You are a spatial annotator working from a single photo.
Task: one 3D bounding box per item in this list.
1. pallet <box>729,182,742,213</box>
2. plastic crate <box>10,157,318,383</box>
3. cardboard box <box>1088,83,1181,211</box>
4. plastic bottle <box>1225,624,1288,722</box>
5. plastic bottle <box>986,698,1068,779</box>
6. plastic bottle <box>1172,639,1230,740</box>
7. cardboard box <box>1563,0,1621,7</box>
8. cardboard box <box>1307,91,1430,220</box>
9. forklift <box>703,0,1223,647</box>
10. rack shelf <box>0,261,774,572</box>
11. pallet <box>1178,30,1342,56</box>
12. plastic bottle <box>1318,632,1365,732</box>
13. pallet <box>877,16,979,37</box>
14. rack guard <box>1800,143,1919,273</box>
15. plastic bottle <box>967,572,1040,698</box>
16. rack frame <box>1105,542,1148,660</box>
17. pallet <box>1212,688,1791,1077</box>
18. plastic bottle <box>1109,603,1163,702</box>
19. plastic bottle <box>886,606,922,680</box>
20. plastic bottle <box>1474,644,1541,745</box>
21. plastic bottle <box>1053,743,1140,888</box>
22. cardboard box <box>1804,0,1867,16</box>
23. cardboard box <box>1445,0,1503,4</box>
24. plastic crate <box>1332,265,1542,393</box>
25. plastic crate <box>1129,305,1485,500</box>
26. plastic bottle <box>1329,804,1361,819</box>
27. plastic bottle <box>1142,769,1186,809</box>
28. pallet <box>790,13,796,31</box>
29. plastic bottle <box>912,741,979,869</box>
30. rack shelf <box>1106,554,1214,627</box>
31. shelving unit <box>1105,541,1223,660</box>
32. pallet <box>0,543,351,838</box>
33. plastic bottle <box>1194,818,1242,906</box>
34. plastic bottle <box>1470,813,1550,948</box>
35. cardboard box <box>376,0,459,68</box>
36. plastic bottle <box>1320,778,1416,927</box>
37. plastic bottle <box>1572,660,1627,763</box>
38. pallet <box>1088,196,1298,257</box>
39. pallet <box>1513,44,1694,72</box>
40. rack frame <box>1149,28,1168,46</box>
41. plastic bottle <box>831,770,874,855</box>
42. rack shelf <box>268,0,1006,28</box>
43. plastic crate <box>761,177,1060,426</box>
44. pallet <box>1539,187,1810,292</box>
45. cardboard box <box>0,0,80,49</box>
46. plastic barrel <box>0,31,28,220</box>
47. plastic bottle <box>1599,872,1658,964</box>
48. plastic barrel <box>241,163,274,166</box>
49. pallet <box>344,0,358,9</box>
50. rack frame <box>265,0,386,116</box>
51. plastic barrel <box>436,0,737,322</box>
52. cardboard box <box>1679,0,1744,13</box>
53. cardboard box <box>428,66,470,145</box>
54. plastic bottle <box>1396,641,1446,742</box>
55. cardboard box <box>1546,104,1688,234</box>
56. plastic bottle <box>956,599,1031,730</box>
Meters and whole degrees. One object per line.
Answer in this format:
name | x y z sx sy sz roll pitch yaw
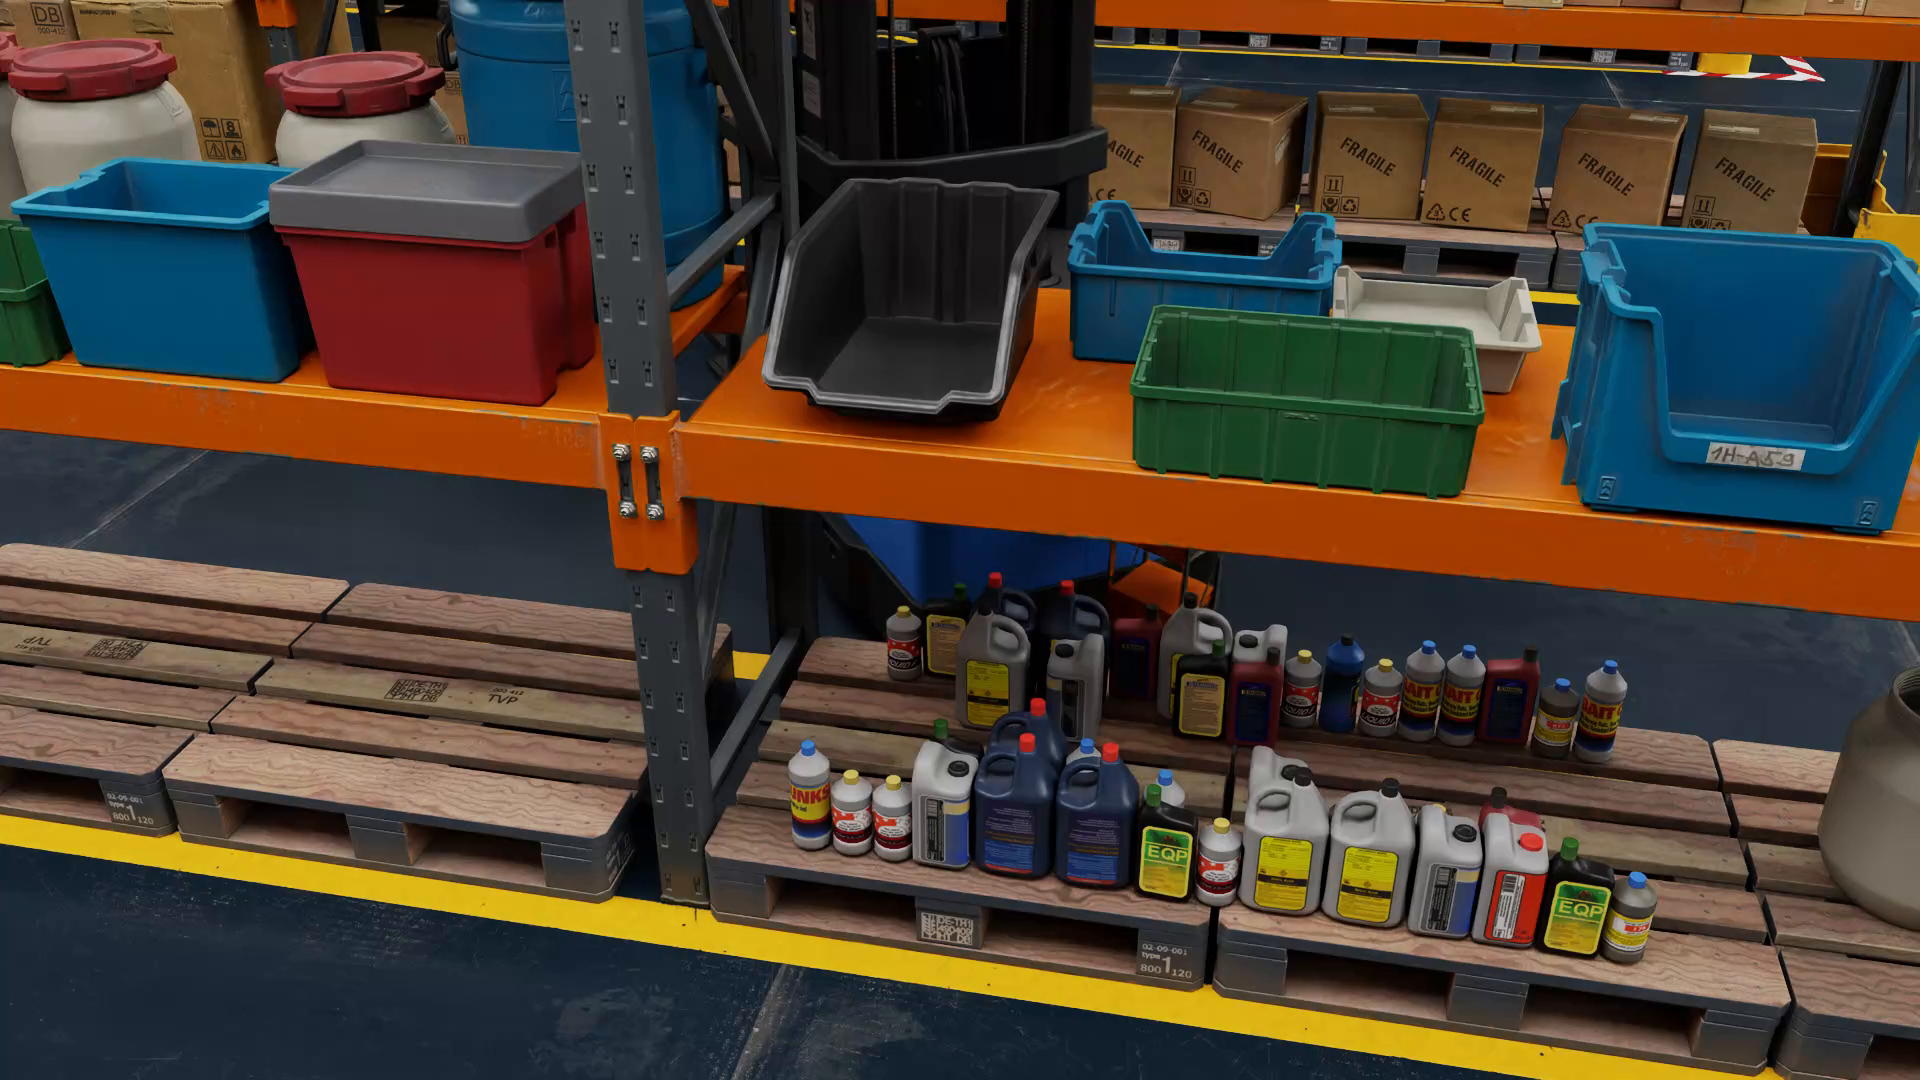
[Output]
pallet | -1.498 -1.950 9.092 1.213 0.211 1.003 6 29 11
plastic crate | -1.717 -0.606 3.750 0.575 0.384 0.392 6 29 11
cardboard box | 0.844 -2.004 8.452 0.500 0.500 0.500 5 29 9
plastic bottle | 0.778 0.352 4.361 0.135 0.276 0.152 6 29 11
plastic bottle | 0.159 0.528 3.962 0.185 0.351 0.144 6 29 11
plastic bottle | 0.624 0.381 4.300 0.133 0.283 0.061 6 29 11
cardboard box | 2.825 -2.513 7.478 0.250 0.149 0.380 6 29 11
cardboard box | 2.029 -1.924 8.307 0.500 0.500 0.500 3 29 6
forklift | -0.264 -1.557 5.542 1.130 2.935 3.031 -13 31 -22
rack shelf | -2.529 -0.534 4.350 4.000 0.370 1.077 6 29 11
pallet | 2.323 -3.958 12.759 1.213 0.211 1.003 6 29 11
plastic bottle | 0.999 0.363 4.346 0.097 0.271 0.097 0 29 0
pallet | -0.372 -4.234 13.264 1.213 0.211 1.003 6 29 11
rack guard | 4.298 -1.485 7.941 0.348 0.500 1.175 6 29 11
plastic bottle | 0.116 0.250 4.471 0.185 0.351 0.144 5 29 9
rack frame | 0.491 -0.058 4.734 0.008 1.050 0.200 24 38 32
pallet | 1.271 0.783 4.100 1.213 0.211 1.003 6 29 11
plastic bottle | 0.472 0.295 4.458 0.133 0.283 0.061 8 30 14
plastic bottle | -0.154 0.276 4.578 0.097 0.201 0.097 0 29 0
plastic bottle | 1.413 0.392 4.282 0.133 0.283 0.061 6 29 11
plastic bottle | 0.314 0.615 3.803 0.185 0.351 0.144 5 29 8
cardboard box | 3.806 -2.420 7.309 0.250 0.149 0.380 6 29 11
cardboard box | 2.332 -2.554 7.553 0.250 0.149 0.380 6 29 11
plastic crate | 1.067 -0.489 3.794 0.437 0.136 0.530 6 29 11
plastic crate | 0.695 -0.287 3.371 0.662 0.188 0.450 6 29 11
plastic bottle | 0.894 0.681 3.839 0.097 0.201 0.097 0 29 0
plastic bottle | 0.465 0.647 3.828 0.097 0.271 0.097 0 29 0
pallet | -1.561 -4.357 13.489 1.213 0.211 1.003 6 29 11
plastic bottle | -0.032 0.610 3.889 0.135 0.276 0.152 7 29 12
rack shelf | 0.577 0.231 4.819 0.240 0.259 0.215 24 38 32
shelving unit | 0.585 -0.015 4.669 0.252 1.050 0.215 24 38 32
pallet | -2.546 0.393 4.813 1.213 0.211 1.003 6 29 11
plastic bottle | 0.586 0.720 3.767 0.097 0.201 0.097 0 29 0
plastic bottle | 1.210 0.738 3.657 0.135 0.276 0.152 6 29 11
cardboard box | -2.790 -2.748 9.010 0.500 0.250 0.500 7 29 13
plastic bottle | 0.911 0.676 3.691 0.185 0.351 0.144 7 29 13
plastic bottle | 1.630 0.428 4.227 0.097 0.271 0.097 0 29 0
pallet | 1.125 -1.701 8.637 1.213 0.211 1.003 6 29 11
pallet | 4.709 -3.713 12.312 1.213 0.211 1.003 6 29 11
rack frame | 1.595 -5.294 12.296 0.127 3.000 1.000 6 29 11
plastic bottle | -0.254 0.634 3.925 0.097 0.201 0.097 0 29 0
rack shelf | -1.495 -2.860 8.599 4.000 0.370 1.077 6 29 11
plastic crate | -0.088 -0.509 3.621 0.504 0.338 0.767 6 29 11
pallet | 3.511 -1.456 8.190 1.213 0.211 1.003 6 29 11
cardboard box | -4.992 -2.800 9.516 0.875 0.875 1.225 6 29 11
plastic barrel | -2.604 -1.024 4.356 0.433 0.535 0.433 0 29 0
plastic bottle | 1.451 0.809 3.605 0.097 0.201 0.097 0 29 0
plastic barrel | -1.836 -0.793 4.218 0.301 0.262 0.301 0 29 0
pallet | -5.467 -4.796 14.290 1.213 0.211 1.003 6 29 11
rack frame | -3.451 -3.376 8.793 0.127 3.000 1.000 6 29 11
plastic barrel | -0.888 -1.050 4.021 0.708 0.901 0.600 6 29 11
cardboard box | 3.310 -2.454 7.370 0.250 0.149 0.380 6 29 11
cardboard box | -2.792 -2.415 9.182 0.500 0.500 0.700 4 29 8
plastic bottle | 1.197 0.384 4.309 0.097 0.271 0.097 0 29 0
cardboard box | 3.174 -1.776 8.036 0.500 0.500 0.500 14 32 24
plastic bottle | 0.086 0.317 4.347 0.185 0.351 0.144 6 29 11
